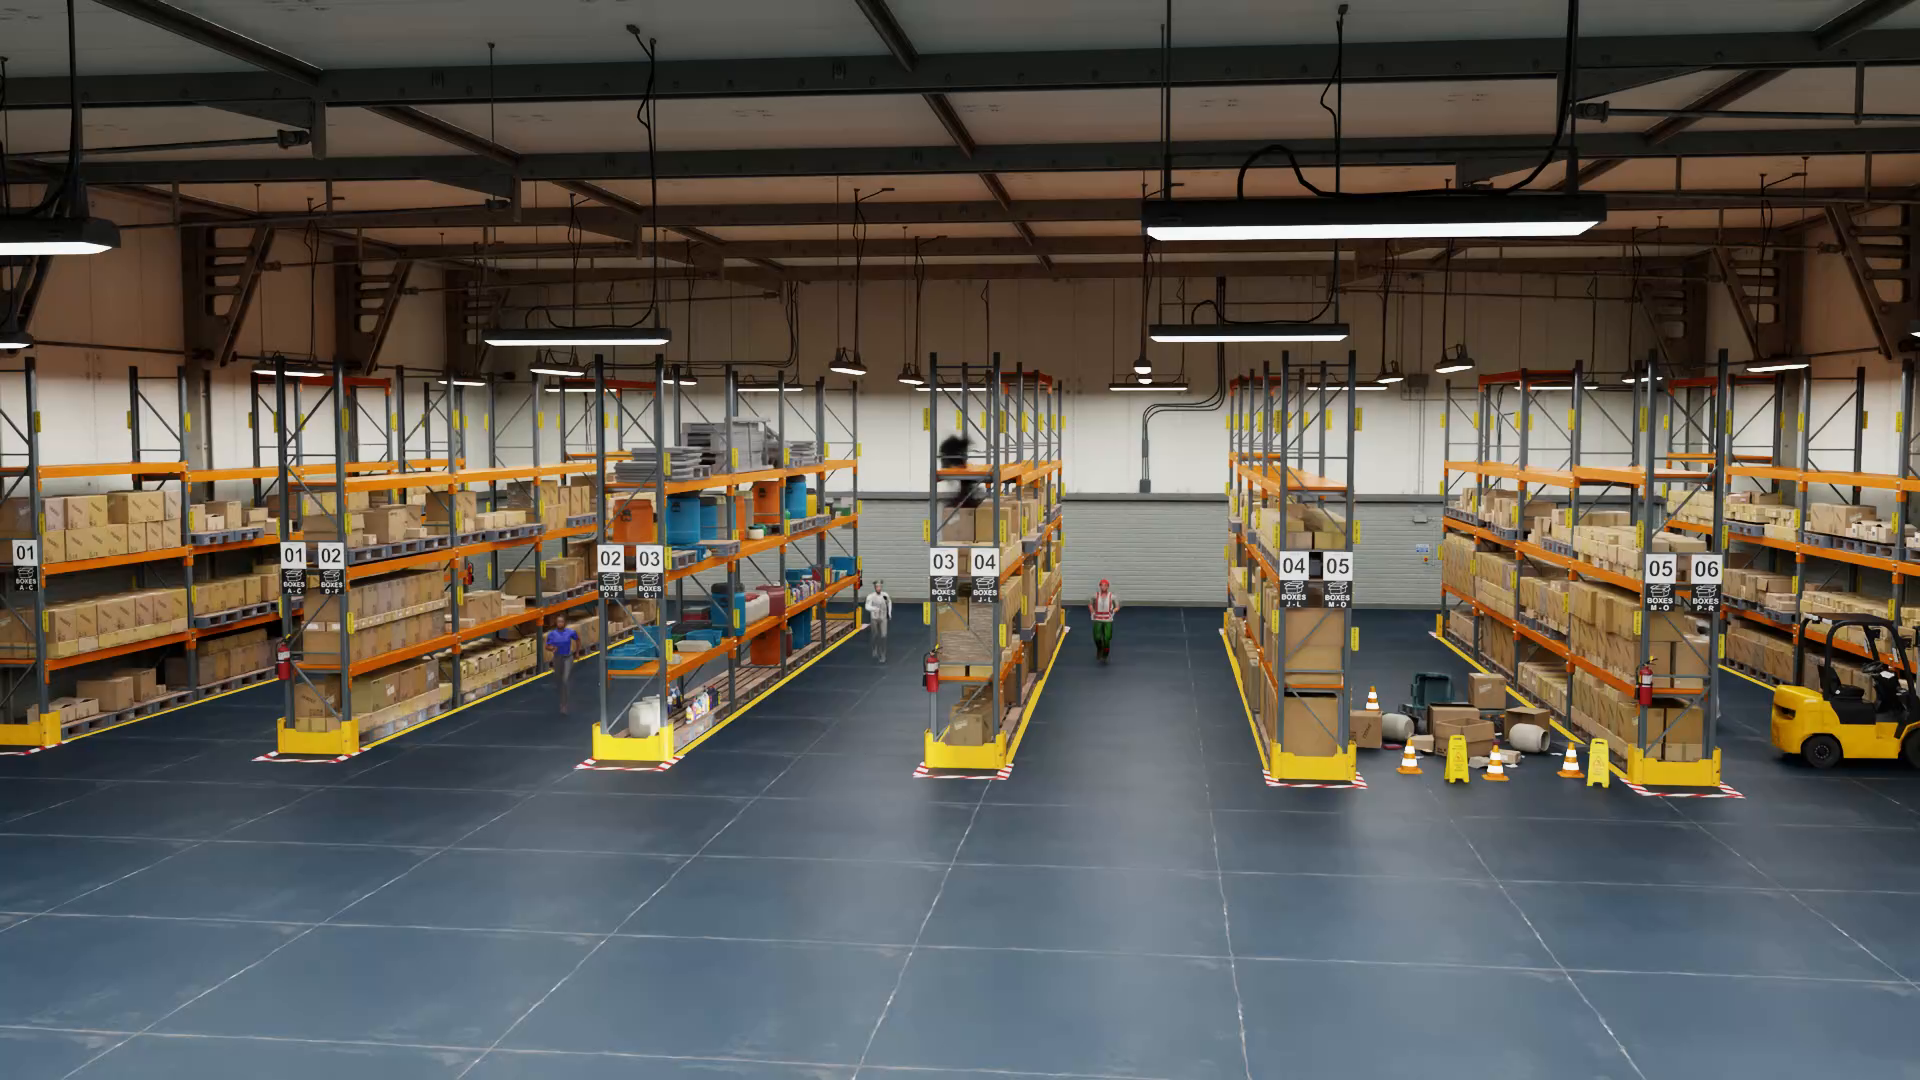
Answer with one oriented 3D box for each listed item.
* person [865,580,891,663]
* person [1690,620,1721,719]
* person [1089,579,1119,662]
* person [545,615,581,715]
[{"bbox_3d":[-1.704,1.695,34.870,0.577,1.739,0.831,-1,4,-8],"label":"person"},{"bbox_3d":[12.515,2.203,27.966,0.598,1.661,0.942,0,4,1],"label":"person"},{"bbox_3d":[2.979,1.685,34.533,0.648,1.742,0.599,1,4,9],"label":"person"},{"bbox_3d":[-6.868,2.143,28.747,0.524,1.715,0.847,0,4,2],"label":"person"}]
